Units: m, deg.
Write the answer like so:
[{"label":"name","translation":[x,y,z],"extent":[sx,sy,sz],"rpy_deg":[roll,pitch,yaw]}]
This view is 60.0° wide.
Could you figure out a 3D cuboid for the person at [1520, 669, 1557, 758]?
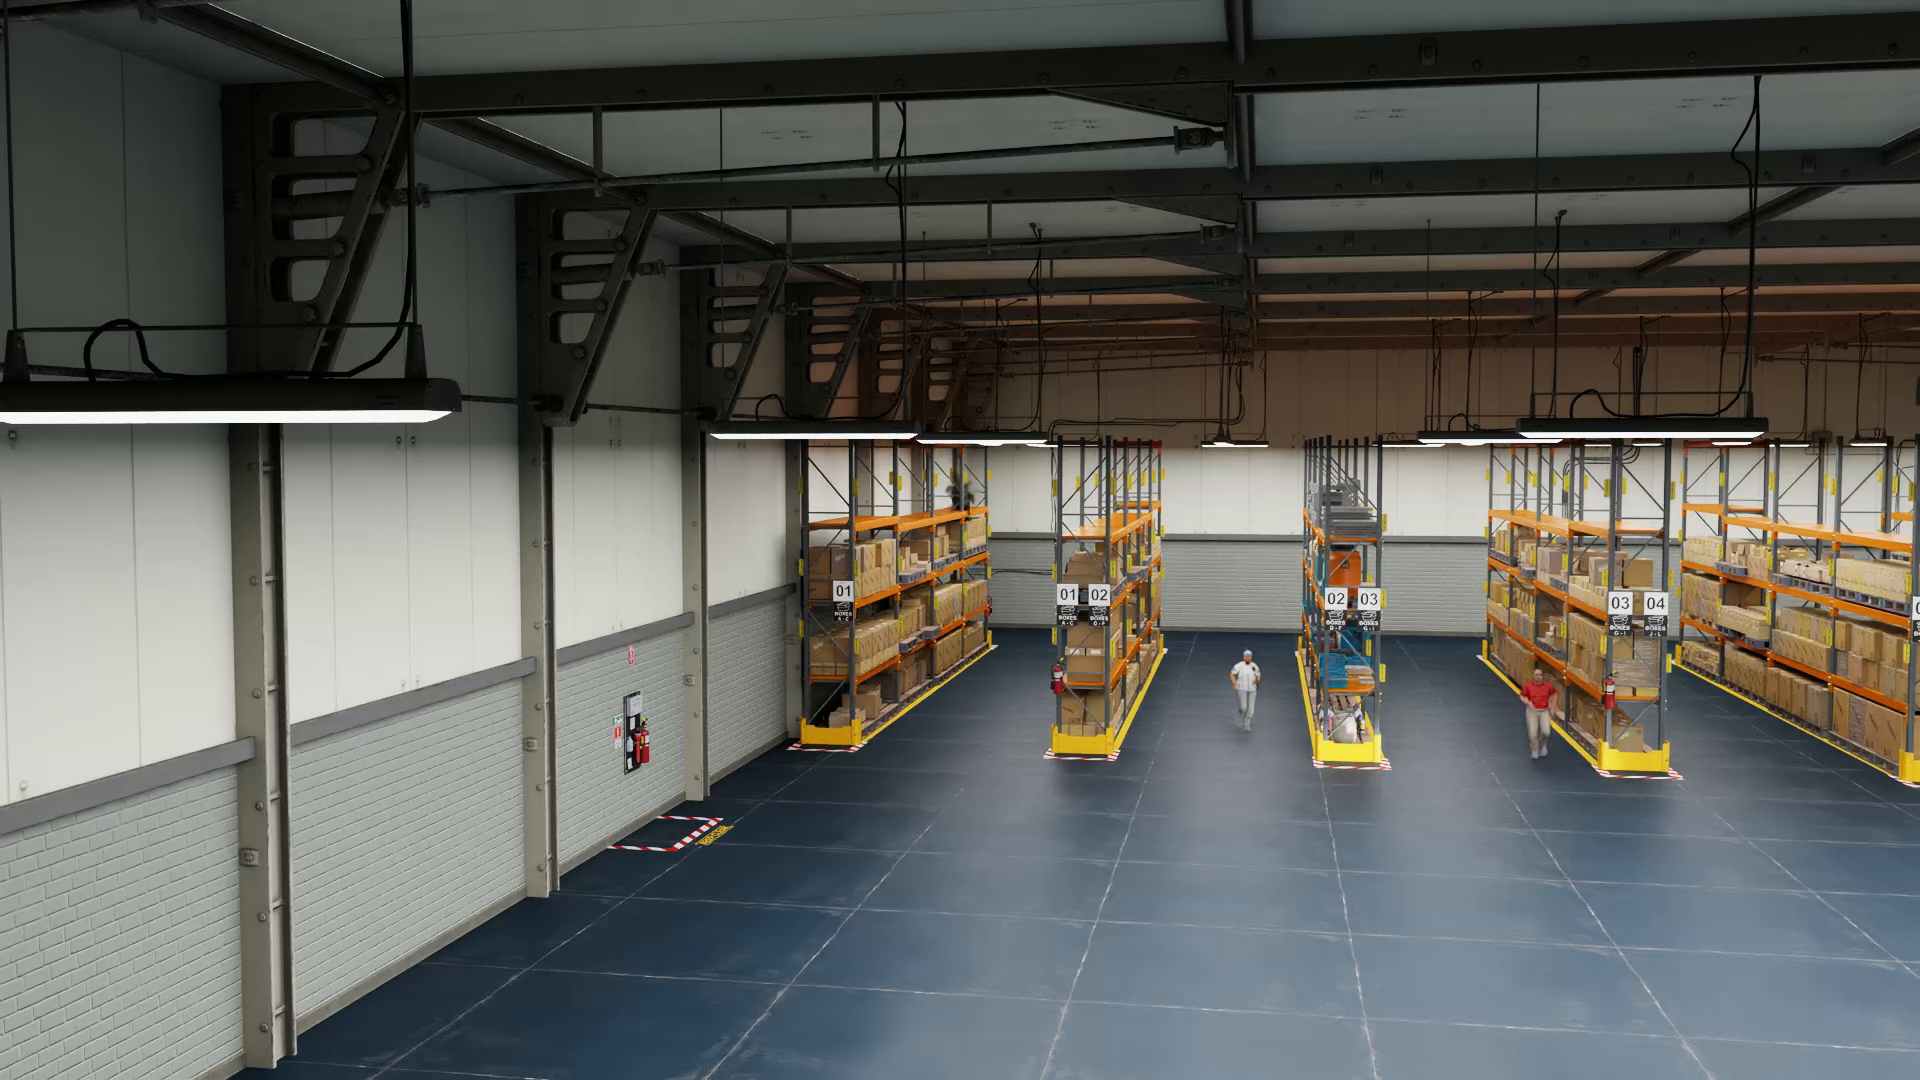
[{"label":"person","translation":[10.712,3.218,30.785],"extent":[0.668,1.674,0.703],"rpy_deg":[1,3,16]}]

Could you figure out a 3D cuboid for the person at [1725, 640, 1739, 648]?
[{"label":"person","translation":[20.952,2.387,45.413],"extent":[0.727,1.741,0.672],"rpy_deg":[0,3,0]}]

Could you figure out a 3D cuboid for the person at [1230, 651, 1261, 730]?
[{"label":"person","translation":[5.848,3.069,33.886],"extent":[0.593,1.626,0.567],"rpy_deg":[0,3,-3]}]
